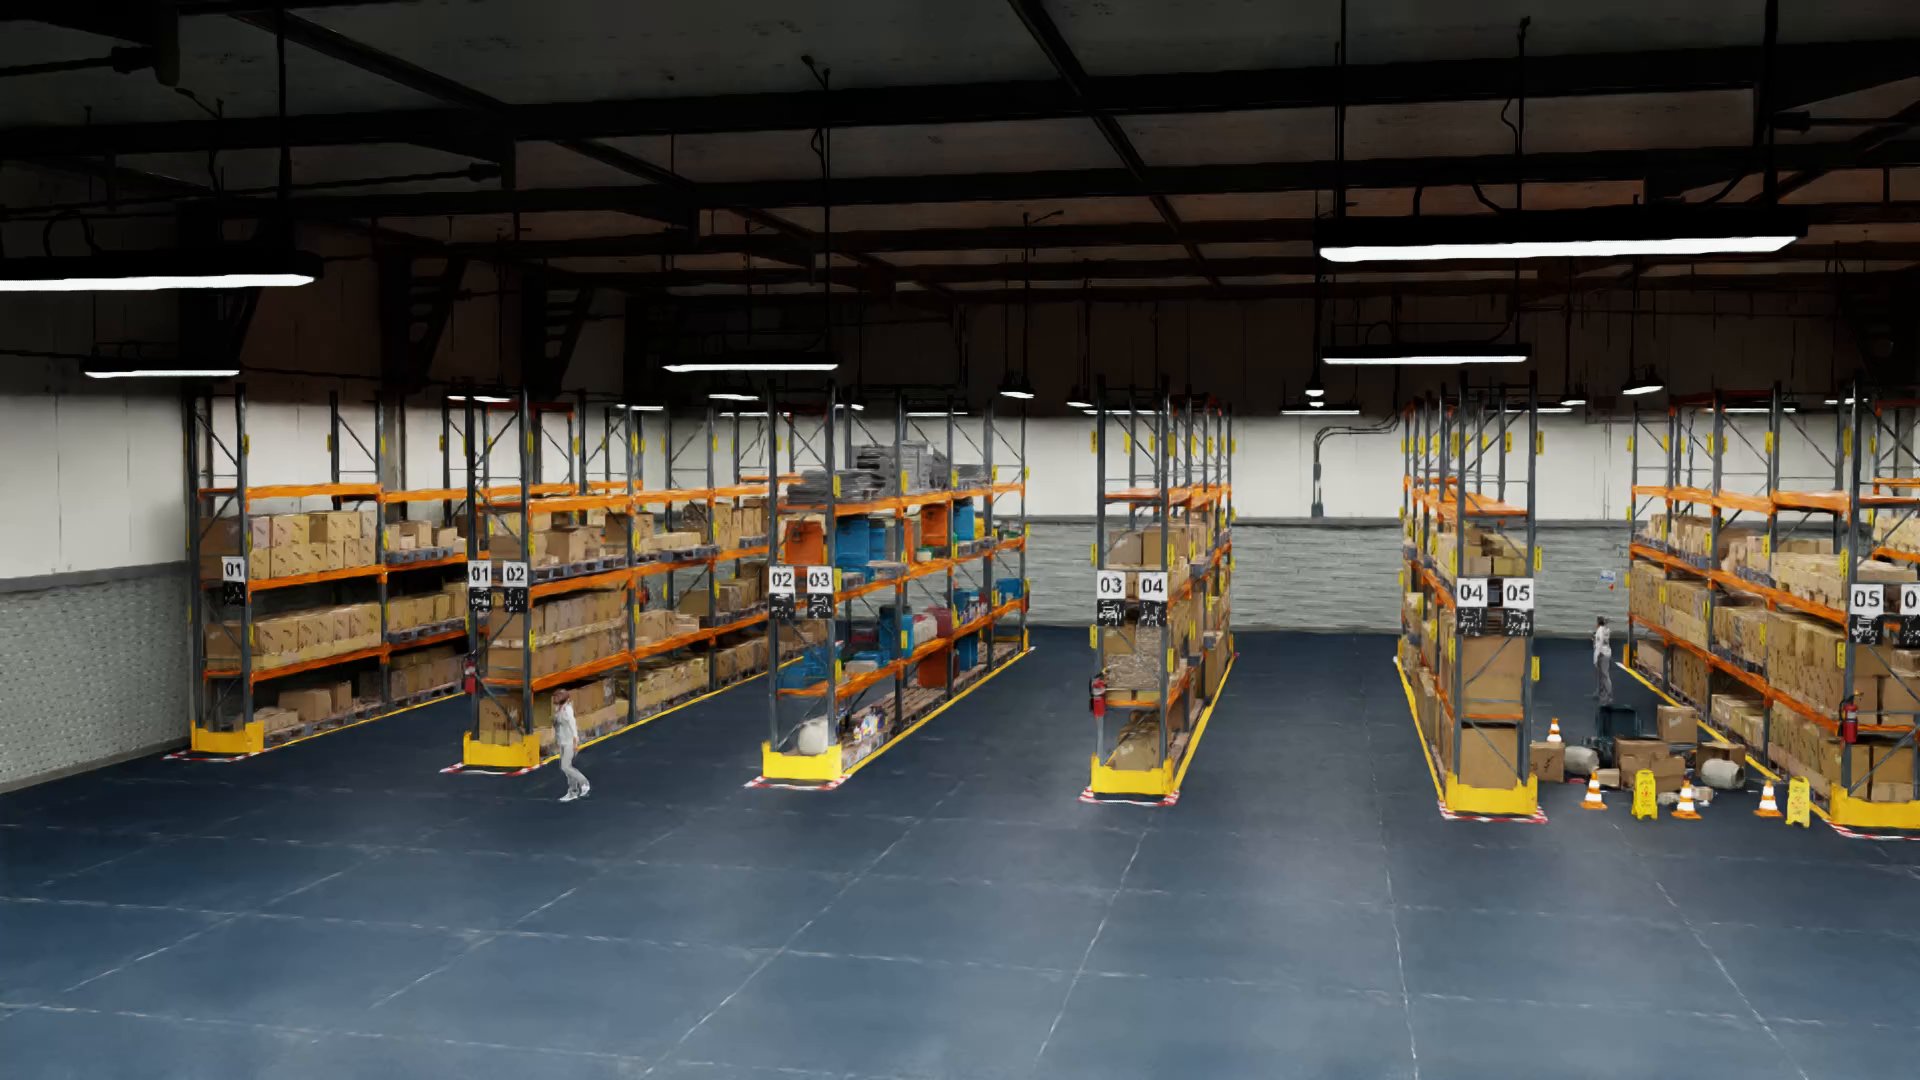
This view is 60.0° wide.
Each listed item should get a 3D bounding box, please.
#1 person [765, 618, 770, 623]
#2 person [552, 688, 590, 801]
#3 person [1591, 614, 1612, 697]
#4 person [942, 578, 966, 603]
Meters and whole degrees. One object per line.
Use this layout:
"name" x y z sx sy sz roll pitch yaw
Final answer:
"person" -5.536 1.627 46.519 0.650 1.450 0.451 -3 4 -39
"person" -5.472 2.869 23.410 0.476 1.590 0.467 -3 4 -38
"person" 12.596 2.264 32.553 0.420 1.602 0.559 2 4 34
"person" -0.109 1.782 41.828 0.680 1.658 0.866 1 3 18
